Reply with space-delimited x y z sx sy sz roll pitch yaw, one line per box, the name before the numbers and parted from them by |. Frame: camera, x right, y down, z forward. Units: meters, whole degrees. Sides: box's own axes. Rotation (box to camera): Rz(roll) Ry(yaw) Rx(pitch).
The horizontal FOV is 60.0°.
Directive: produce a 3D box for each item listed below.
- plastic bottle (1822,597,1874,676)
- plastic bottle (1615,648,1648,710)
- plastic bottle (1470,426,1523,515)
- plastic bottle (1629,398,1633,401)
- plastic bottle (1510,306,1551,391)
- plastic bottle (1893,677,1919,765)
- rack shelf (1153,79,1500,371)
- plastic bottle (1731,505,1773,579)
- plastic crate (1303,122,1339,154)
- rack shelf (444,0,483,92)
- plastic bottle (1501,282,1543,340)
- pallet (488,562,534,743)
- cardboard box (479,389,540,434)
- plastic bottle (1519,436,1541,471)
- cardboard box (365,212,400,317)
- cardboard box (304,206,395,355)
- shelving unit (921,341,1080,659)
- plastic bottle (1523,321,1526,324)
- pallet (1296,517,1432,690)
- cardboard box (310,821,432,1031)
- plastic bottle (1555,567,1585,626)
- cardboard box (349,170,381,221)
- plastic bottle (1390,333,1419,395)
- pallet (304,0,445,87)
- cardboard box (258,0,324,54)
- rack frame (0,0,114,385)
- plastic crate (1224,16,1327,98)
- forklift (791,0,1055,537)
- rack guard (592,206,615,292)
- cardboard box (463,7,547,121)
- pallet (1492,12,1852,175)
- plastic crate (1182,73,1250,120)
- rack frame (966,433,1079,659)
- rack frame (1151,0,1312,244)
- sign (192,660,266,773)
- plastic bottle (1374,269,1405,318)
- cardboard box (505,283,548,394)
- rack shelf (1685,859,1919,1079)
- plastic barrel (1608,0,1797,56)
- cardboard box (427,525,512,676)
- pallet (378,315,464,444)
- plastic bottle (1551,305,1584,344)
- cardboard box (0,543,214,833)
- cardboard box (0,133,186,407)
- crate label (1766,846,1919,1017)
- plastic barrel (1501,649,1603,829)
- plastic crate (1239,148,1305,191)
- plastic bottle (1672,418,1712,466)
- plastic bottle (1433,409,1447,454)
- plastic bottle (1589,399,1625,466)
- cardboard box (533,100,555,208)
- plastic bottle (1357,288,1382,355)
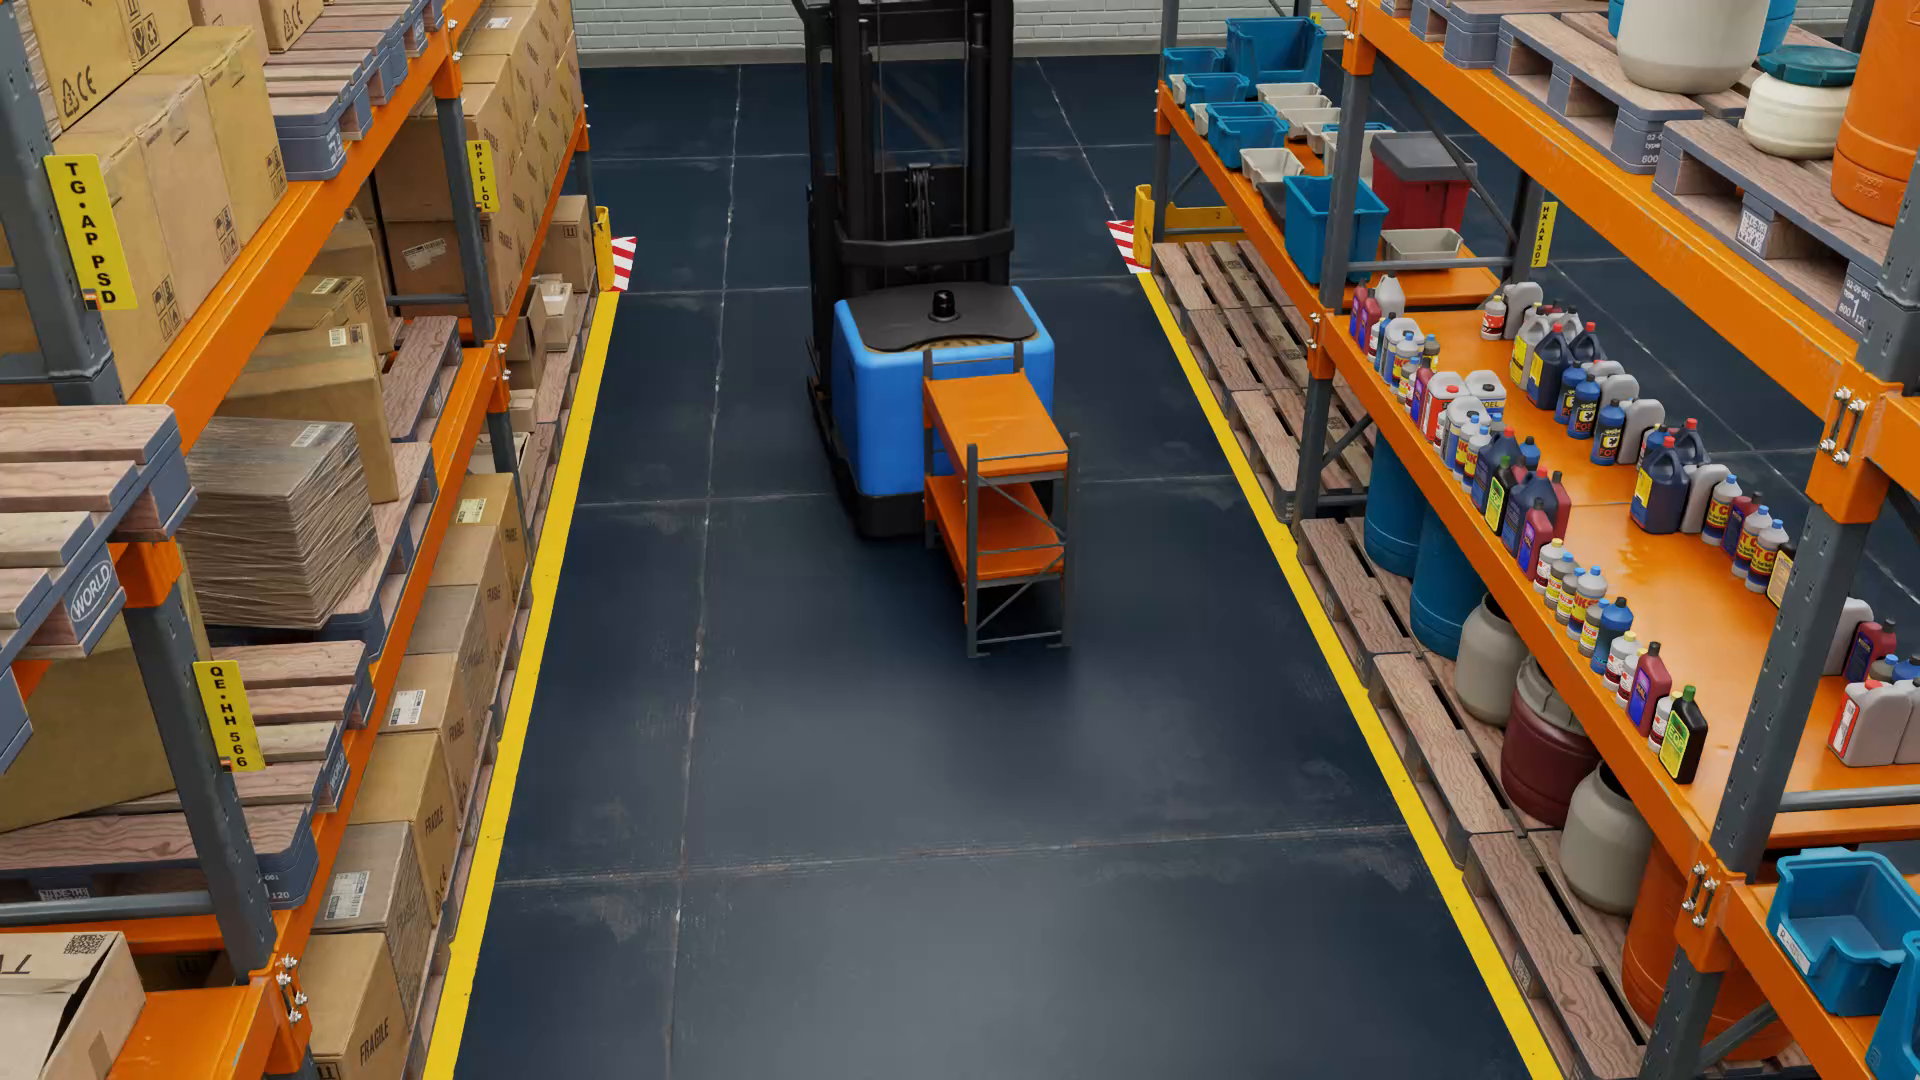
plastic bottle | 2.869 0.296 5.451 0.152 0.276 0.135 -3 31 -5
plastic bottle | 2.154 0.437 5.288 0.097 0.201 0.097 0 31 0
plastic bottle | 2.058 -0.279 6.340 0.144 0.351 0.185 -3 31 -5
plastic bottle | 2.747 -0.486 6.831 0.097 0.201 0.097 0 31 0
plastic bottle | 2.525 -0.845 7.288 0.144 0.351 0.185 -3 31 -5
plastic bottle | 2.912 0.532 5.055 0.152 0.276 0.135 -3 31 -5
rack shelf | 2.070 -2.039 9.941 1.077 0.370 4.000 -3 31 -5
plastic bottle | 2.842 0.002 5.948 0.097 0.271 0.097 0 31 0
plastic crate | 2.249 -2.434 10.099 0.298 0.136 0.250 -3 31 -5
rack shelf | -2.862 -3.092 8.777 1.077 0.370 4.000 -3 31 -5
plastic bottle | 2.616 -1.088 7.768 0.152 0.276 0.135 -3 31 -5
pallet | -2.562 0.519 7.676 1.003 0.211 1.213 -3 31 -5
cardboard box | -2.590 -0.730 9.381 0.380 0.166 0.250 -3 31 -5
plastic bottle | 2.174 -0.273 6.408 0.097 0.271 0.097 0 31 0
cardboard box | -2.977 -1.378 8.034 0.500 0.500 0.500 -2 31 -4
cardboard box | -2.854 -1.062 7.096 0.700 0.500 0.500 -13 33 -21
shelving unit | 0.172 -0.212 8.007 0.538 1.125 1.048 -6 31 -10
plastic bottle | 2.606 -0.927 7.571 0.097 0.201 0.097 0 31 0
pallet | 2.287 0.266 8.099 1.003 0.211 1.213 -3 31 -5
cardboard box | -2.114 1.322 5.621 0.500 0.500 0.500 -4 31 -6
plastic bottle | 2.108 0.188 5.704 0.097 0.201 0.097 0 31 0
cardboard box | -2.980 -1.810 7.782 0.500 0.500 0.500 -3 31 -4
plastic bottle | 1.939 -0.770 7.239 0.097 0.271 0.097 0 31 0
pallet | -2.684 -1.963 6.369 1.213 0.211 1.003 -3 31 -5
cardboard box | -2.616 -2.045 5.719 0.600 0.600 0.600 -3 31 -5
rack frame | -2.301 -1.625 2.695 1.000 3.000 0.127 -3 31 -5
plastic crate | 2.100 -3.248 11.170 0.616 0.435 0.499 -3 31 -5
forklift | -0.315 -2.017 9.269 1.130 2.935 3.031 -6 31 -10
rack guard | -3.042 -2.022 11.648 1.175 0.500 0.348 -3 31 -5
cardboard box | -2.584 -2.608 9.118 0.500 0.500 0.500 -2 31 -3
pallet | 2.536 -1.559 5.695 1.003 0.211 1.213 -3 31 -5
plastic crate | 1.640 -2.845 10.693 0.416 0.233 0.300 -3 31 -5
rack frame | 0.278 0.043 7.580 0.500 1.125 0.032 -6 31 -10
rack frame | 1.883 -3.369 11.466 1.000 3.000 0.127 -3 31 -5
sign | -1.749 0.425 3.984 0.100 0.325 0.005 -3 31 -5
plastic bottle | 1.971 -1.090 7.698 0.144 0.351 0.185 -3 31 -5
cardboard box | -2.856 -1.168 9.785 0.797 0.503 0.637 -3 31 -5
rack shelf | 2.817 2.045 3.103 1.077 0.370 4.000 -3 31 -5
plastic barrel | 2.569 -2.146 5.595 0.600 0.901 0.708 -3 31 -5
cardboard box | -2.306 0.284 7.359 0.500 0.500 0.500 -3 31 -4
pallet | -2.709 -0.596 7.010 1.003 0.211 1.213 -3 31 -5
plastic bottle | 2.669 -0.852 7.300 0.144 0.351 0.185 -3 31 -5
cardboard box | -2.473 0.411 4.630 0.700 0.500 0.500 -13 33 -21
cardboard box | -2.376 -0.601 3.809 0.910 0.500 0.500 -3 31 -5
crate label | 2.297 1.020 4.281 0.303 0.233 0.416 -3 31 -5
plastic barrel | 2.462 0.744 6.521 0.600 0.588 0.708 -3 31 -5
plastic crate | 1.795 -2.114 9.563 0.293 0.136 0.466 -3 31 -5
plastic bottle | 2.771 -0.290 6.358 0.144 0.351 0.185 -3 31 -5
plastic bottle | 1.991 -0.454 6.779 0.097 0.201 0.097 0 31 0
plastic bottle | 2.609 -0.440 6.686 0.097 0.271 0.097 0 31 0
cardboard box | -2.596 -2.184 9.384 0.500 0.500 0.500 -3 31 -5
plastic bottle | 1.879 -1.001 7.615 0.061 0.283 0.133 -3 31 -5
